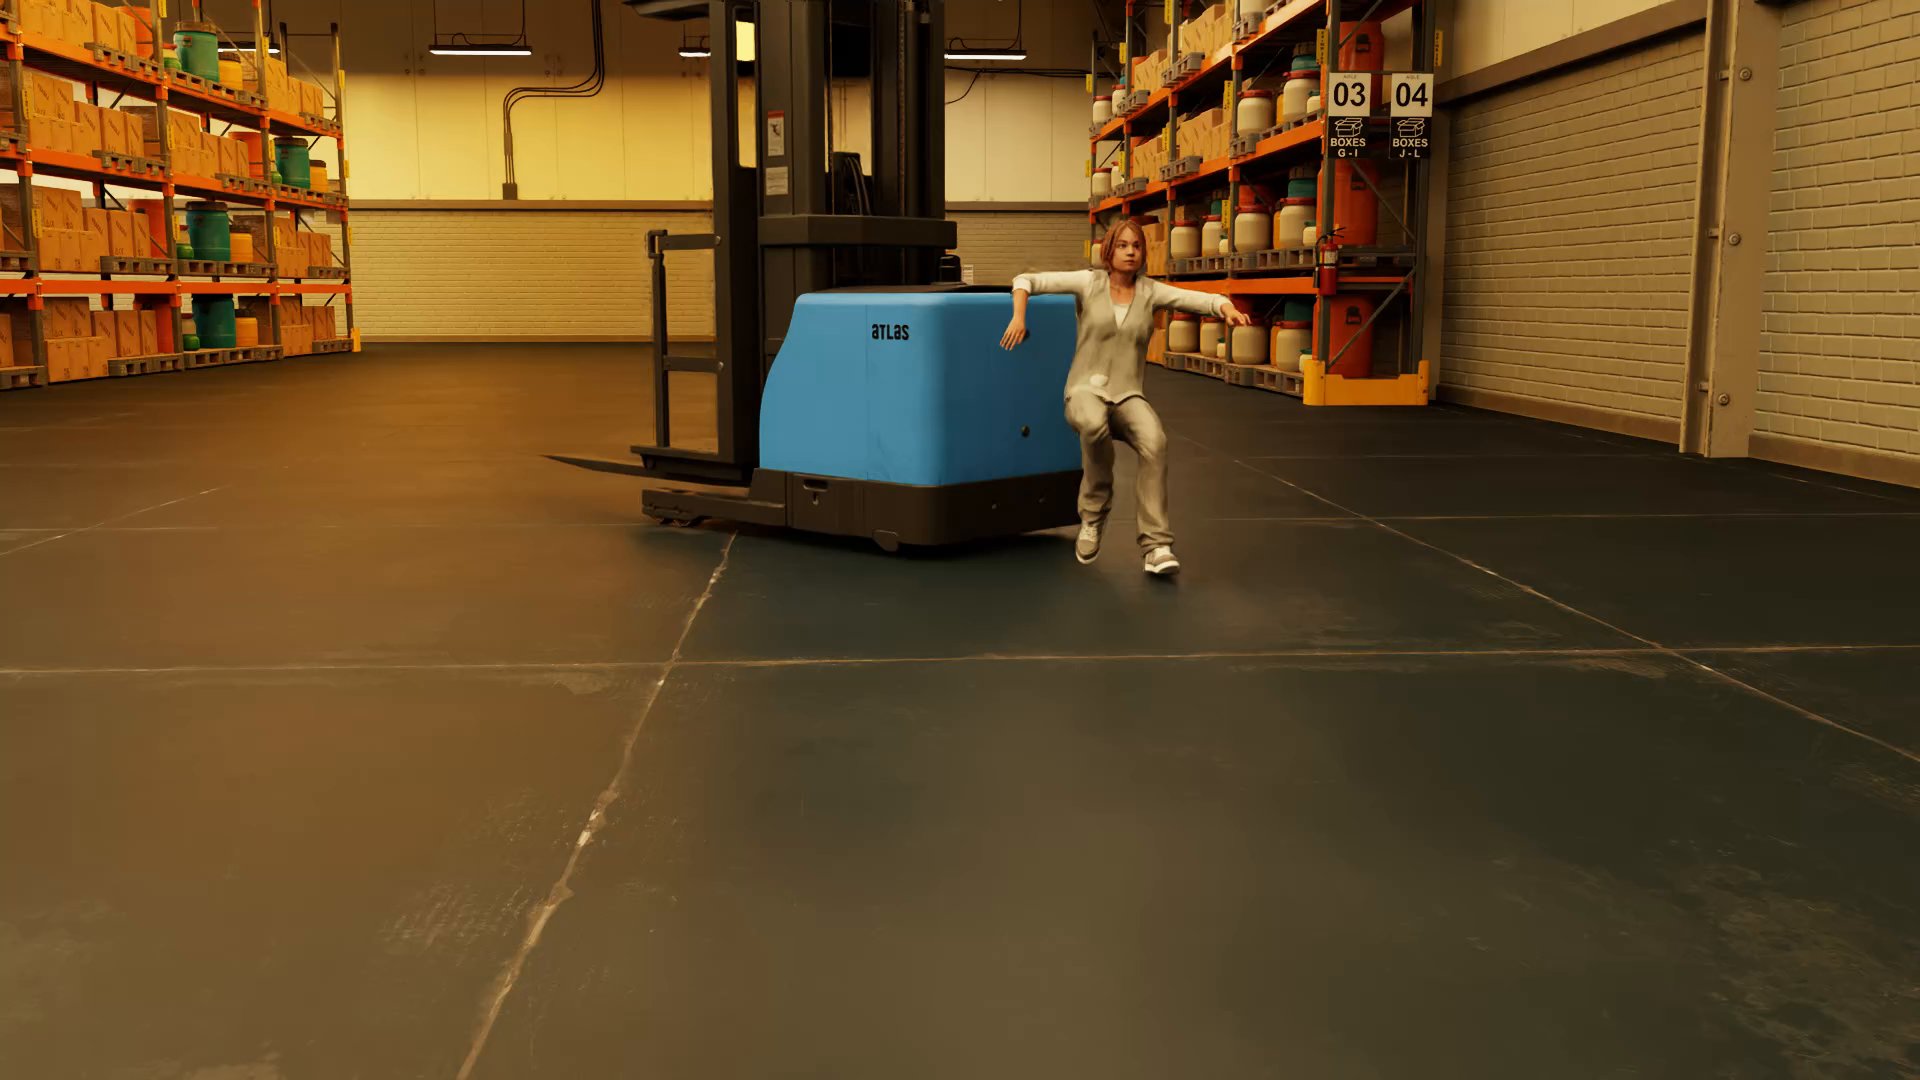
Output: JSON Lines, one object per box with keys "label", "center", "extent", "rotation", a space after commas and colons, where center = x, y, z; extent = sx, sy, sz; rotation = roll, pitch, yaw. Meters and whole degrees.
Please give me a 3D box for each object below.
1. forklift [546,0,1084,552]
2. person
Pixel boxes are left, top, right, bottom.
{"label": "forklift", "center": [-0.861, -1.558, 7.825], "extent": [3.031, 2.935, 1.130], "rotation": [8, 12, 43]}
{"label": "person", "center": [0.632, -0.573, 6.494], "extent": [0.940, 1.360, 0.778], "rotation": [-2, 9, -10]}
